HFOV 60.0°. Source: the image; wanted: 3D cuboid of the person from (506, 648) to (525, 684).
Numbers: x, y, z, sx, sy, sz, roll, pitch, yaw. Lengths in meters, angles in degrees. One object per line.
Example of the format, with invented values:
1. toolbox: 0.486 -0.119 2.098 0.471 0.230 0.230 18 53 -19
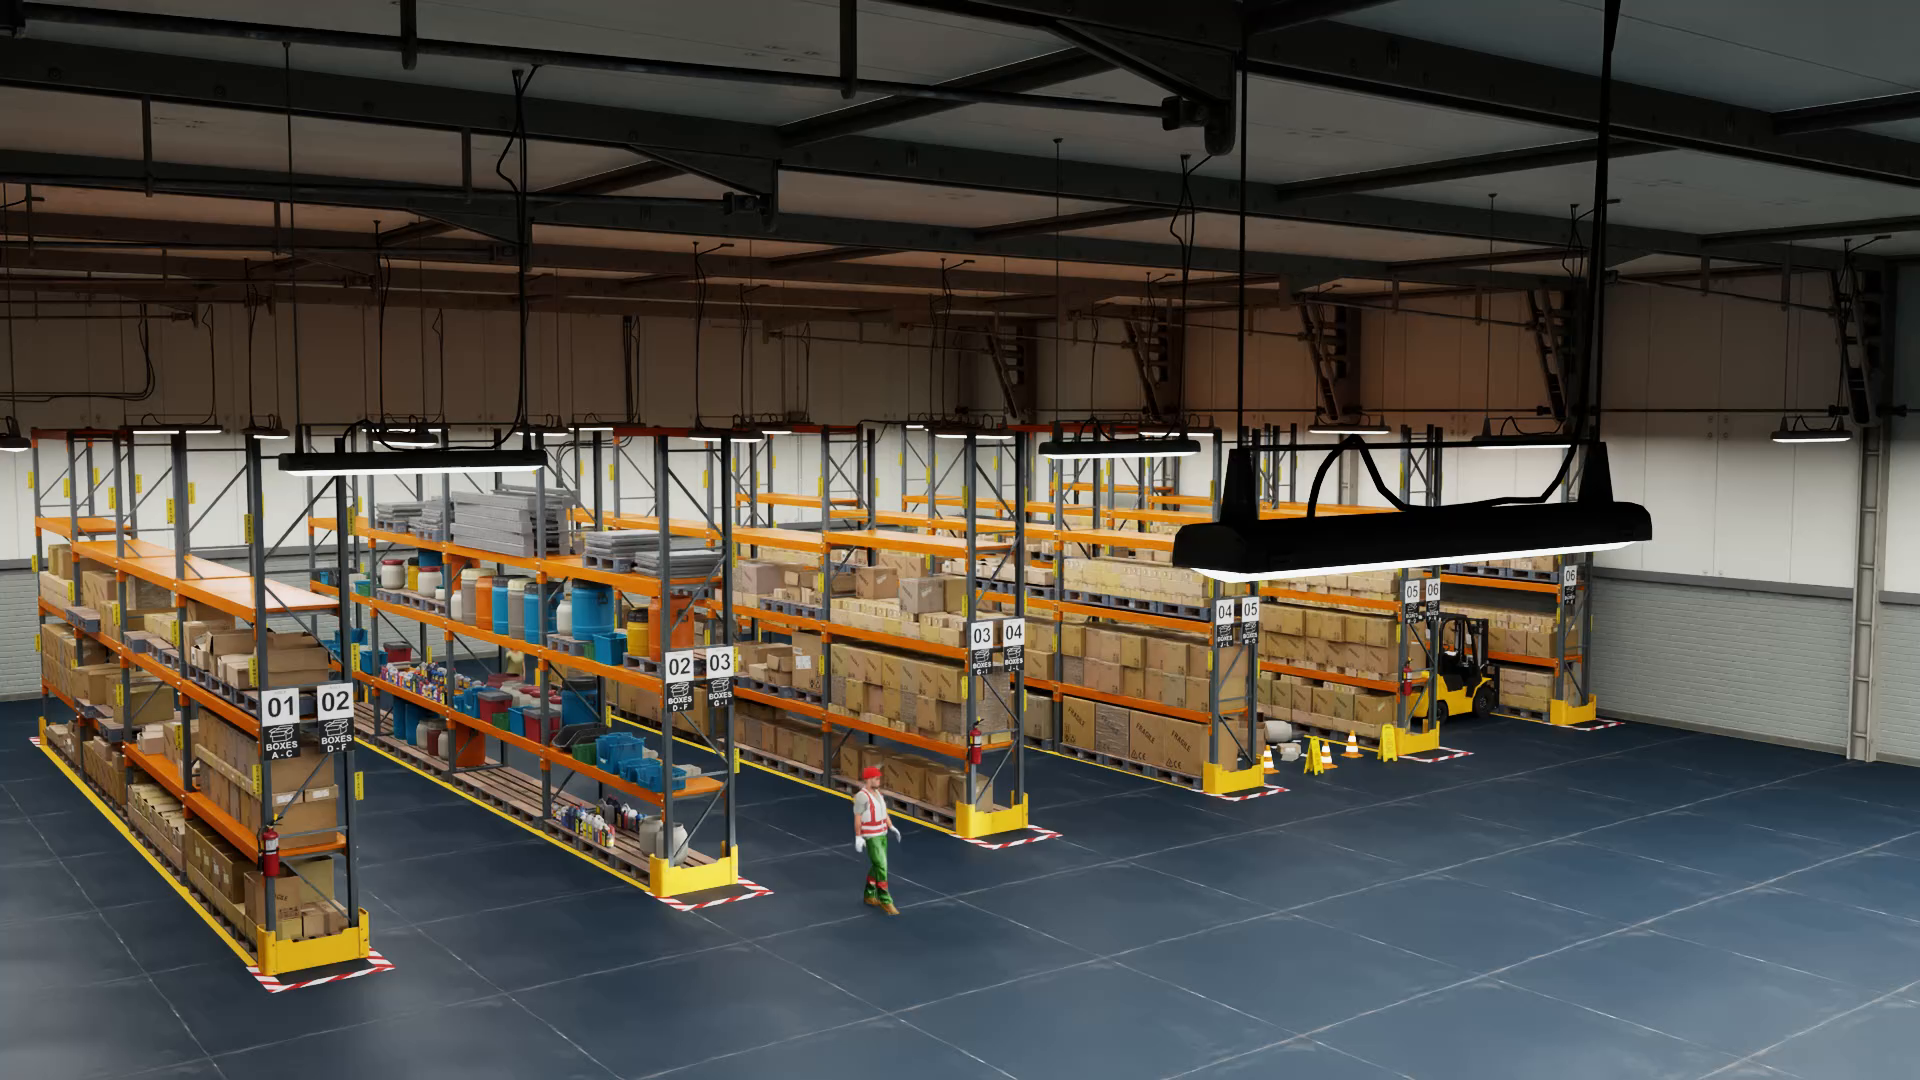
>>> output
1. person: -9.231 2.828 34.270 0.639 1.653 0.535 4 6 38

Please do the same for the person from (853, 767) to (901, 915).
1. person: -0.974 3.800 21.113 0.666 1.818 0.550 2 5 28
